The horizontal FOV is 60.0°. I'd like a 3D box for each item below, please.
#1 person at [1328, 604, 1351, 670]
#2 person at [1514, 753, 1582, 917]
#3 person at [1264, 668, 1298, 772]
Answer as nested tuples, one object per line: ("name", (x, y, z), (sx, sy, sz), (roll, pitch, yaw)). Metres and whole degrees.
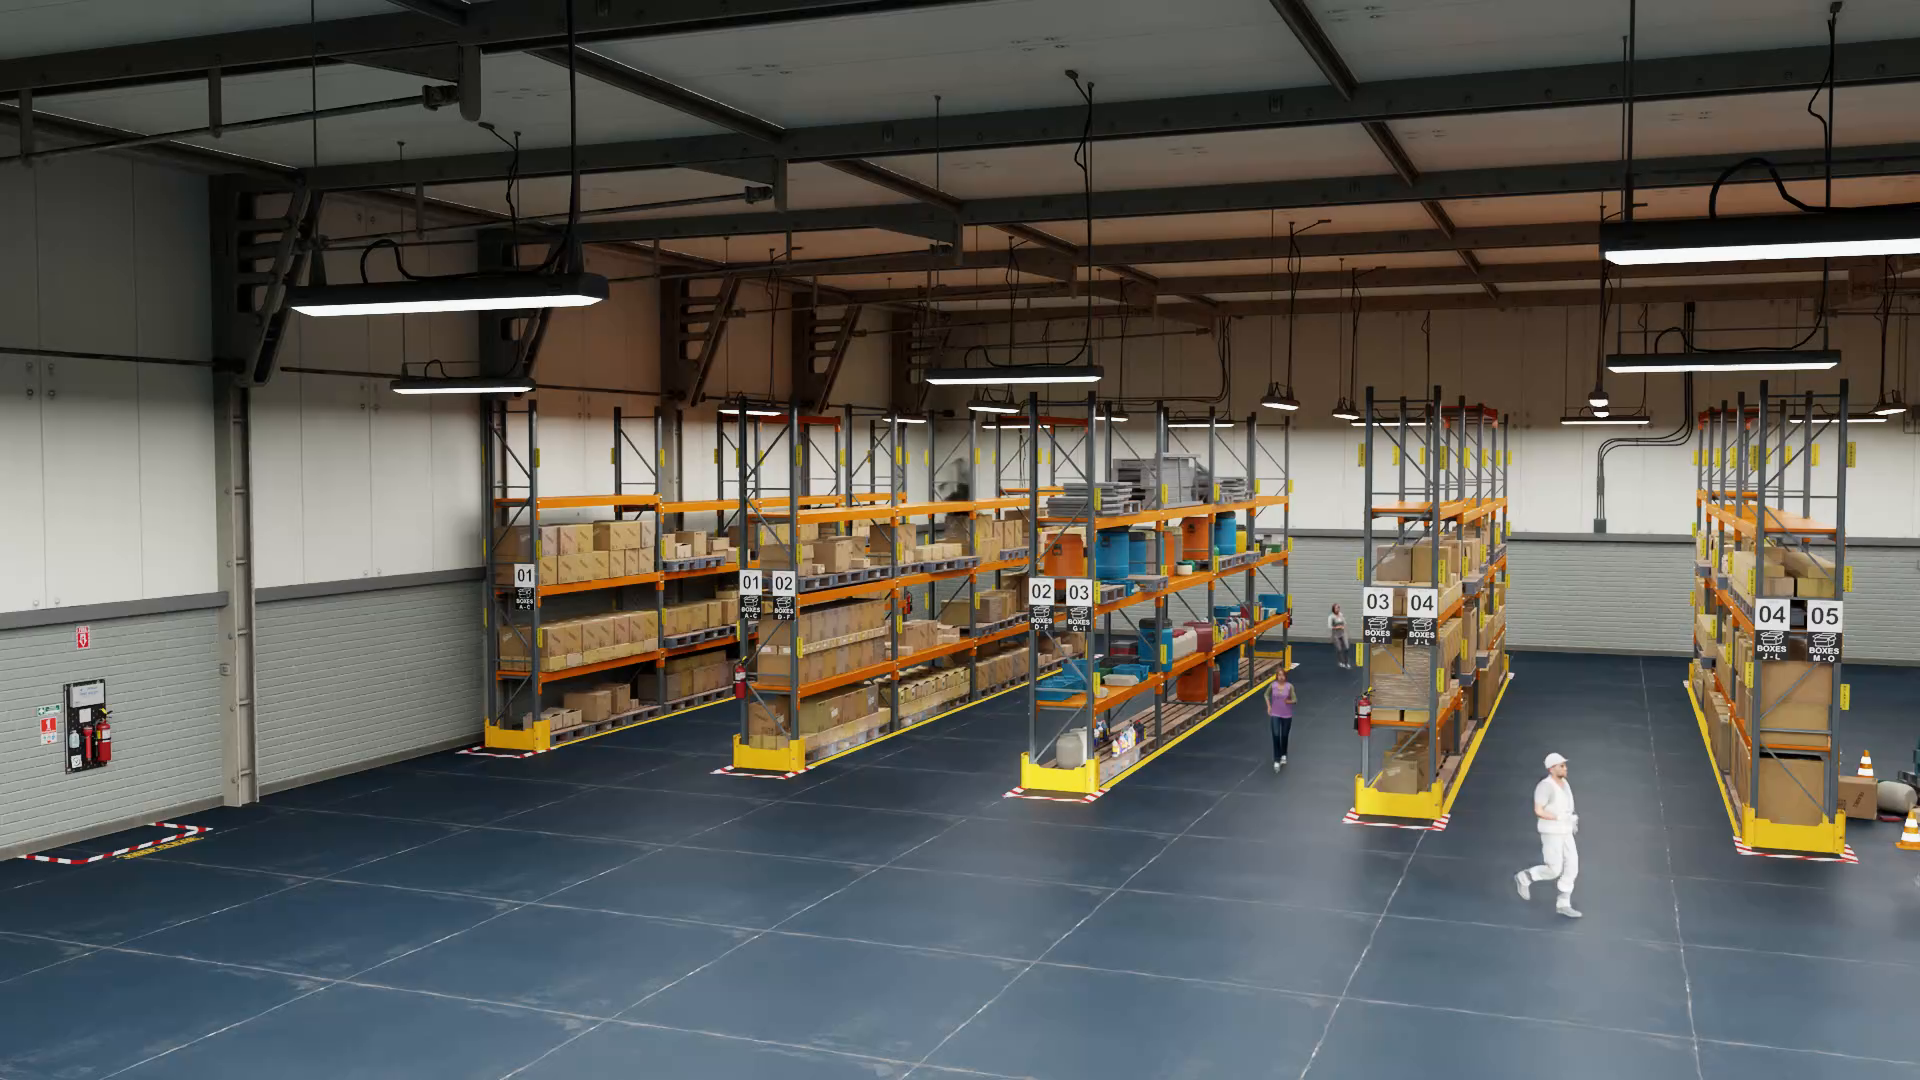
("person", (8.934, 2.291, 39.324), (0.596, 1.596, 0.623), (-1, 3, -11))
("person", (6.502, 3.214, 18.290), (0.663, 1.757, 0.782), (-2, 4, -40))
("person", (5.167, 2.876, 26.774), (0.522, 1.636, 0.690), (0, 3, 10))
